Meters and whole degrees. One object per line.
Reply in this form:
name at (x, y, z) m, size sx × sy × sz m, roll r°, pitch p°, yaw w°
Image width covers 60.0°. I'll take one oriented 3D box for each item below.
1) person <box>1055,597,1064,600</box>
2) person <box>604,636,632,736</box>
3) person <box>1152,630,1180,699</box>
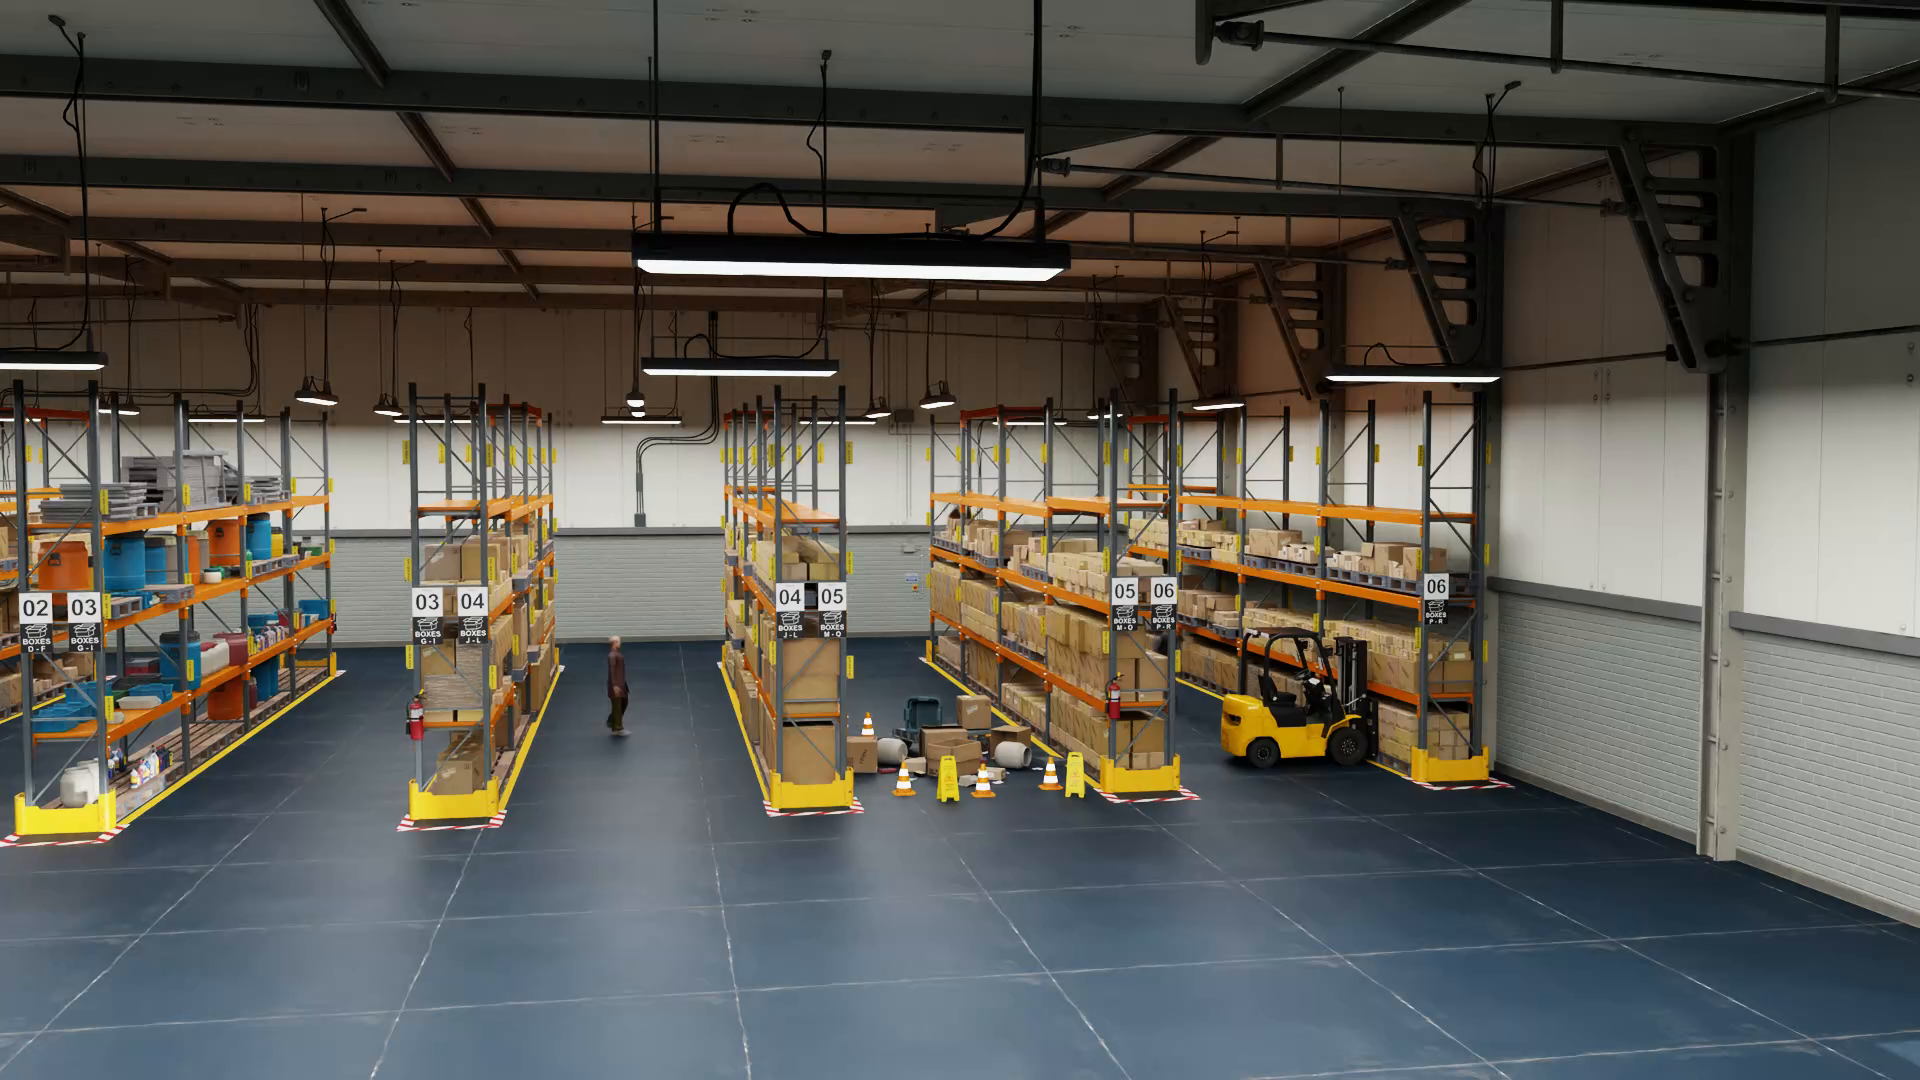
person at (2.598, 1.985, 42.833) m, size 0.777 × 1.654 × 0.478 m, roll -1°, pitch 3°, yaw -16°
person at (-6.146, 2.605, 29.879) m, size 0.547 × 1.786 × 0.660 m, roll 0°, pitch 3°, yaw 2°
person at (4.047, 2.463, 33.044) m, size 0.573 × 1.730 × 0.772 m, roll -1°, pitch 3°, yaw -22°
